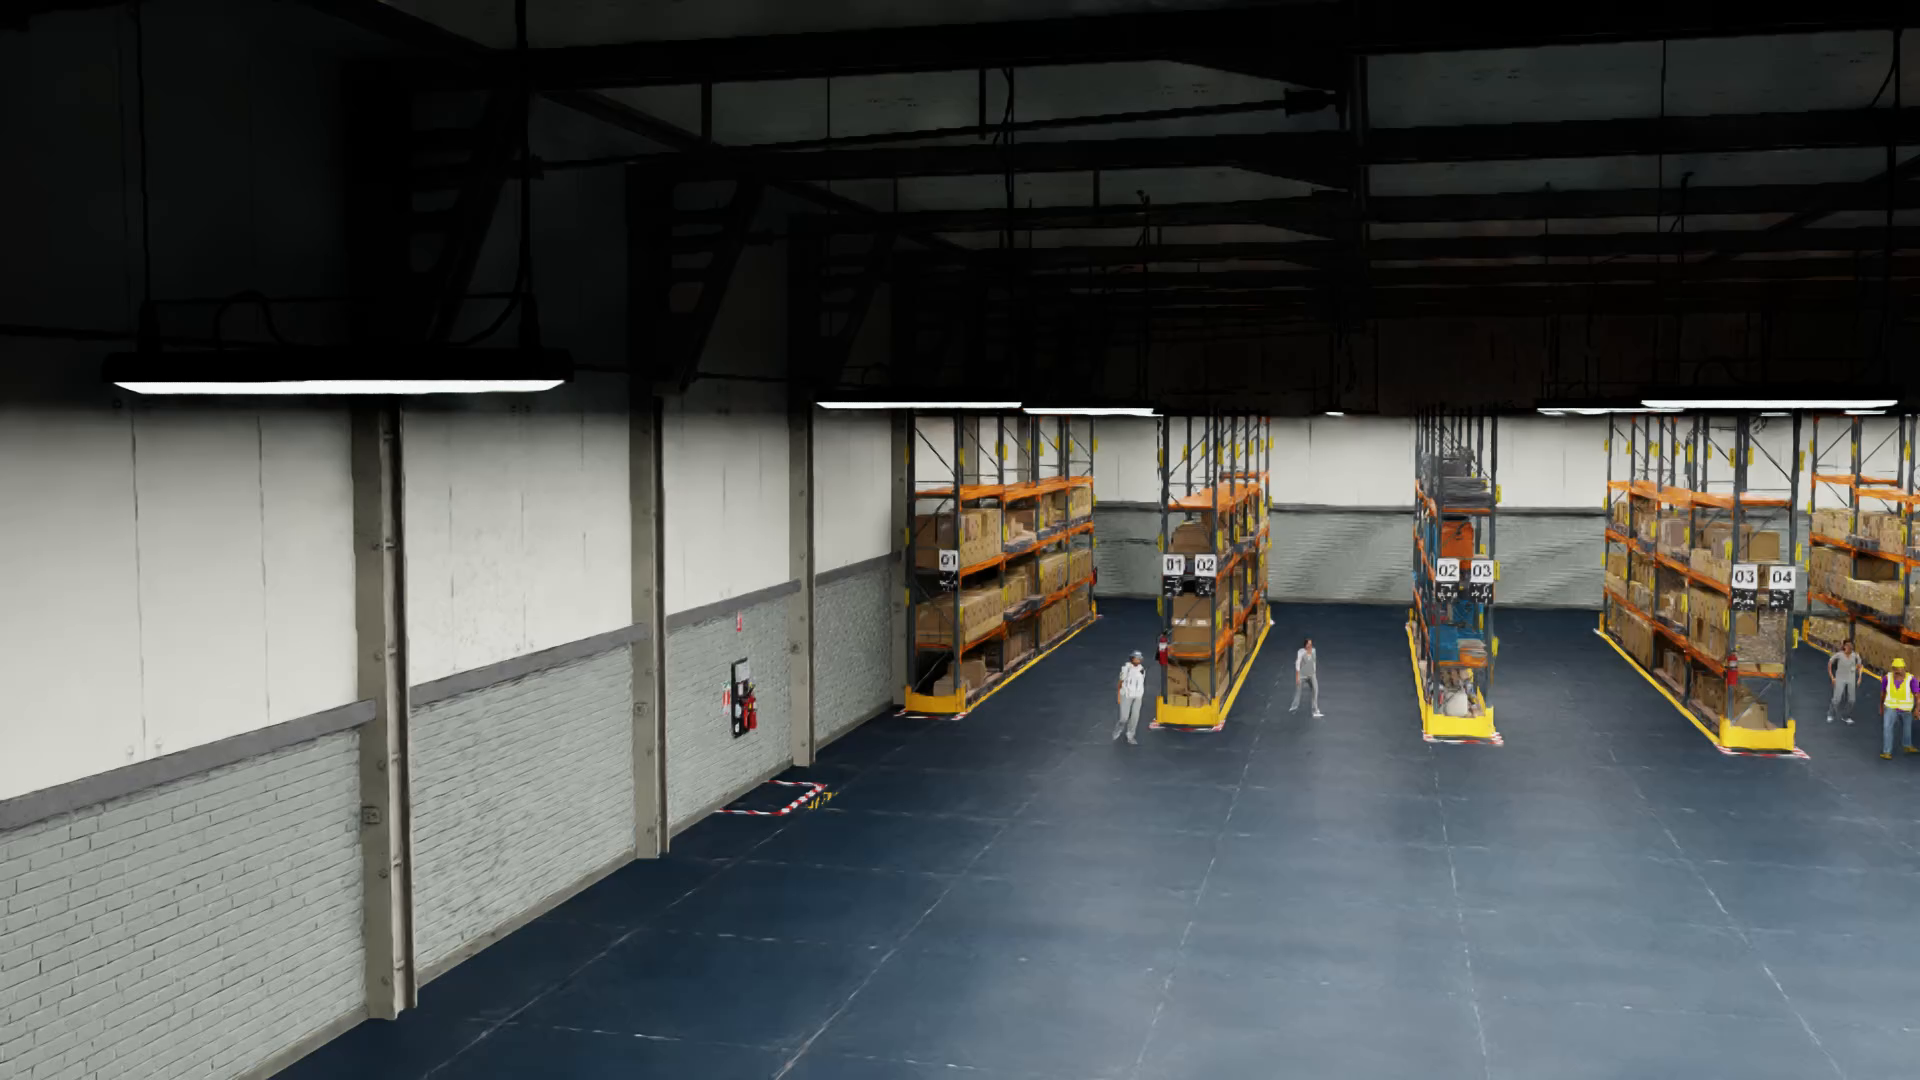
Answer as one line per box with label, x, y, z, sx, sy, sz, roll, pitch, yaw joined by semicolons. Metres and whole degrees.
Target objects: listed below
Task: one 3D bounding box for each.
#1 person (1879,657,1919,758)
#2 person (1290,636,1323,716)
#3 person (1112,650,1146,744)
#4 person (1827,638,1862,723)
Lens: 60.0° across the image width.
person;15.893;2.827;28.134;0.616;1.712;0.970;3;5;34
person;6.681;2.611;32.128;0.452;1.536;0.881;-1;4;-9
person;2.994;2.761;29.380;0.559;1.657;0.571;-2;5;-23
person;16.641;2.643;31.289;0.580;1.618;0.507;1;4;13
